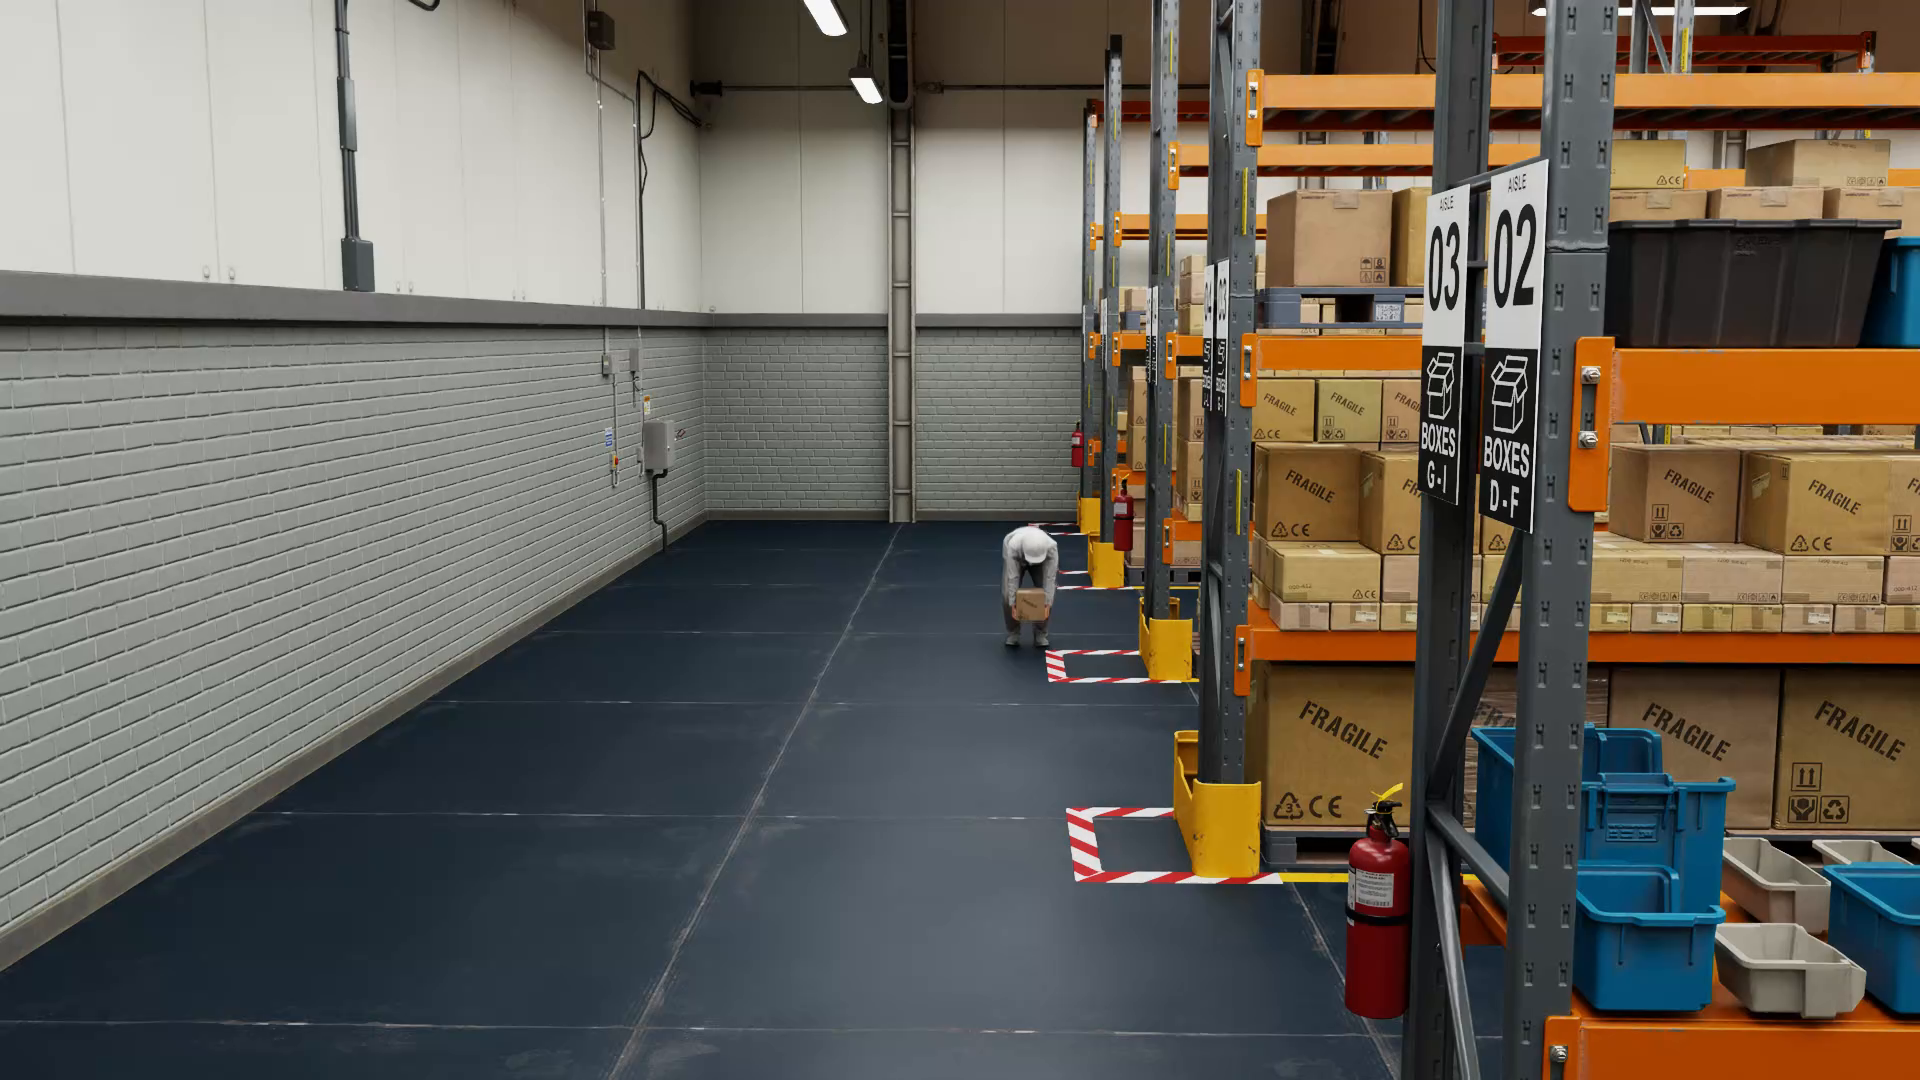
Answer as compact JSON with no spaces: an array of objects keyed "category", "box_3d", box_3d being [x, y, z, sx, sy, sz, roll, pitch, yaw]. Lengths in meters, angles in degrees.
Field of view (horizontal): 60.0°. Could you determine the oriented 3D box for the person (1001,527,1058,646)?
[{"category":"person","box_3d":[0.623,0.423,14.948,0.490,1.113,0.993,0,7,-2]}]
